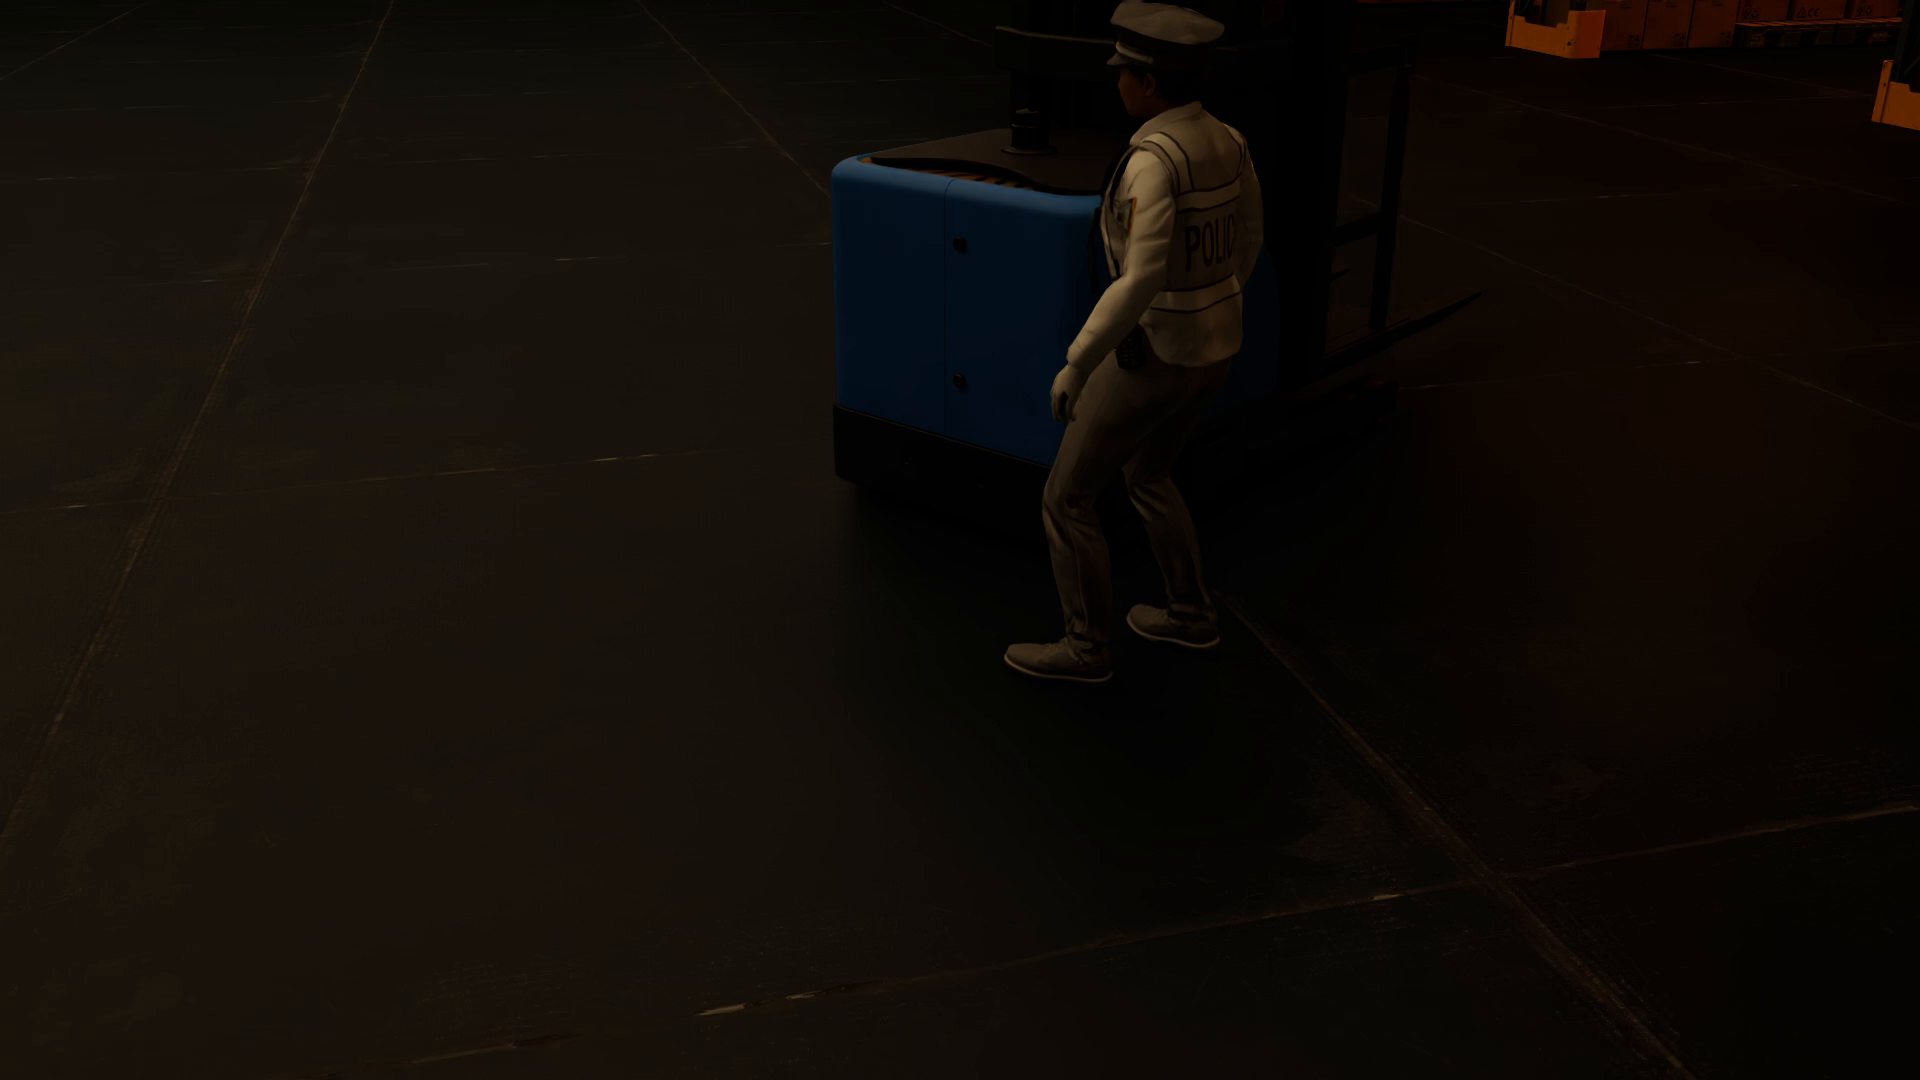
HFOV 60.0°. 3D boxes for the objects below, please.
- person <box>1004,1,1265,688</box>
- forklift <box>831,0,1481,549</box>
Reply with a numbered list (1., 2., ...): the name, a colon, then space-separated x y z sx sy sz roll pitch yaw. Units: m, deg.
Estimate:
1. person: 0.448 -0.464 4.063 0.435 1.625 0.764 16 28 32
2. forklift: 0.935 -1.819 5.583 1.130 2.935 3.031 19 29 37
